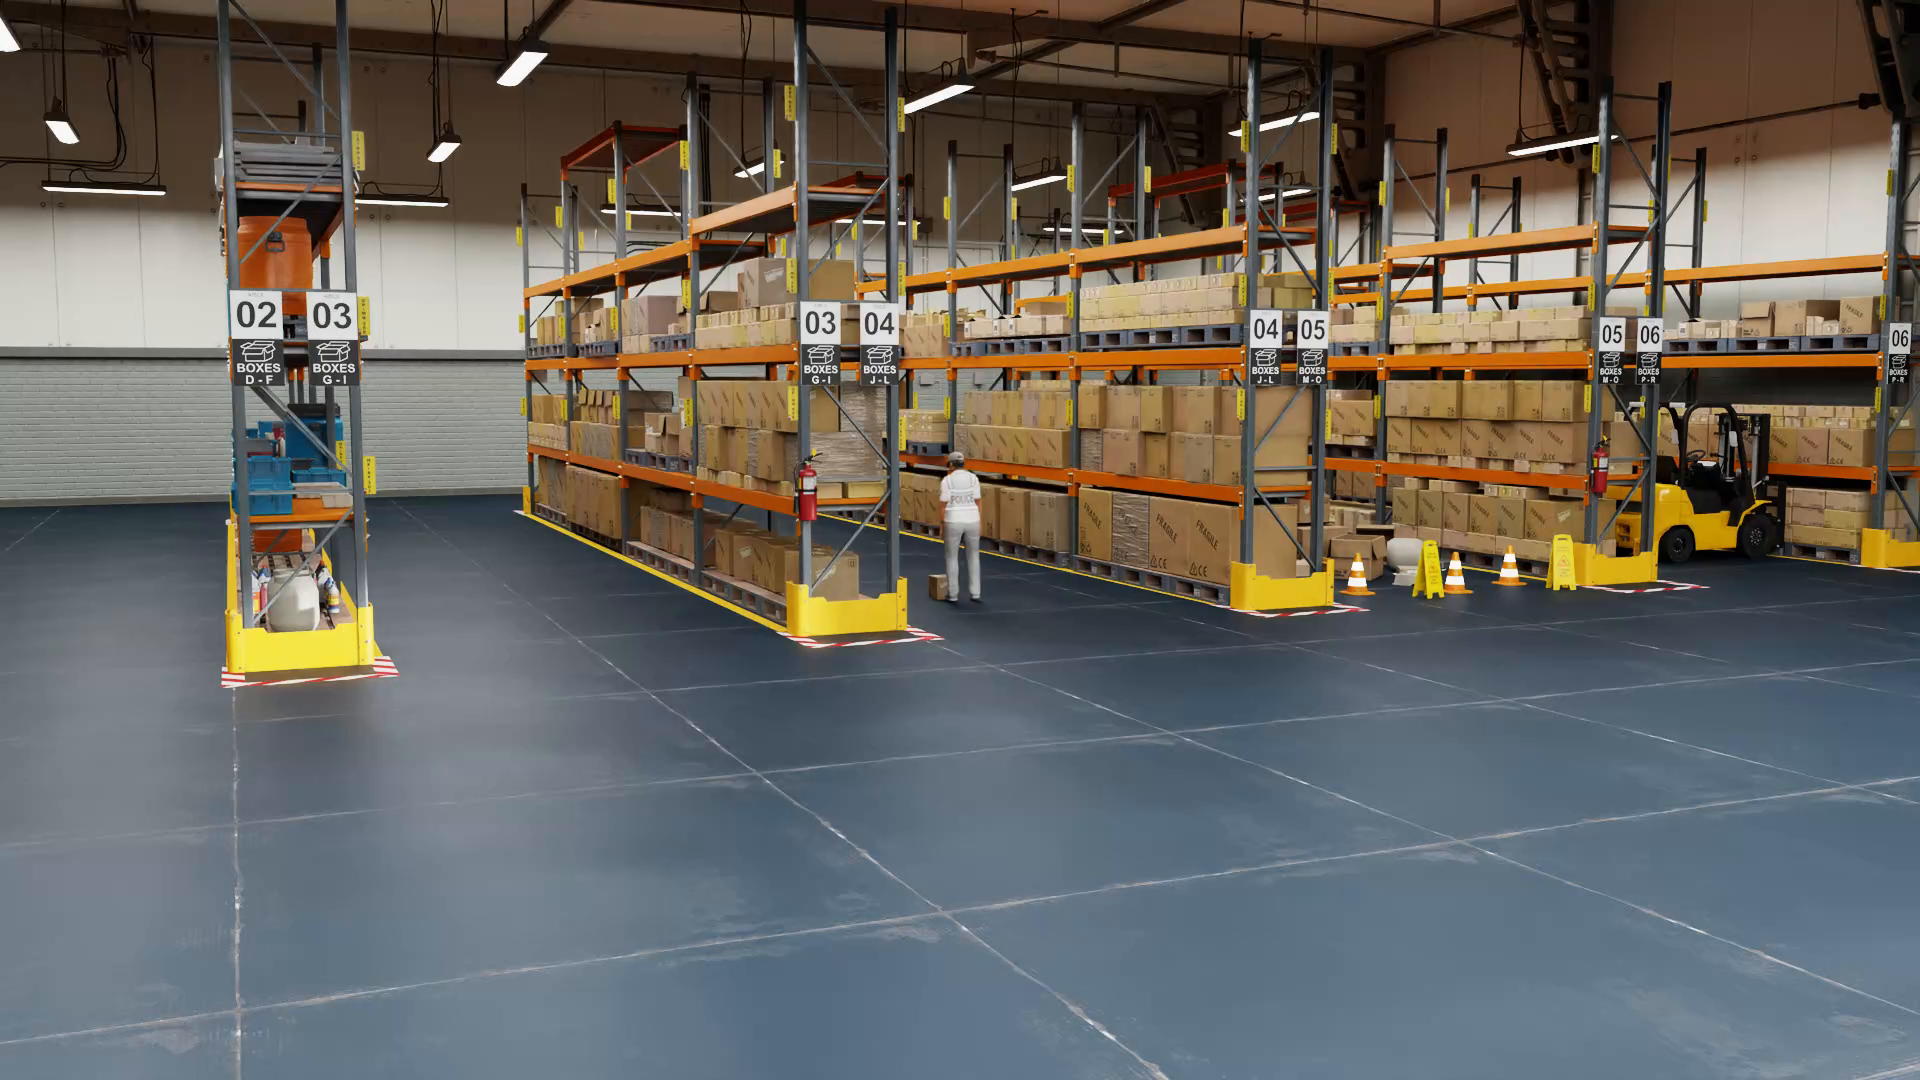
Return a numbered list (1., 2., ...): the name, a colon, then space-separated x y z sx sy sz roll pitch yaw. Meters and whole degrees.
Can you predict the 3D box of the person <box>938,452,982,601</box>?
1. person: -0.004 -0.142 18.363 0.530 1.670 0.465 -2 6 -19
